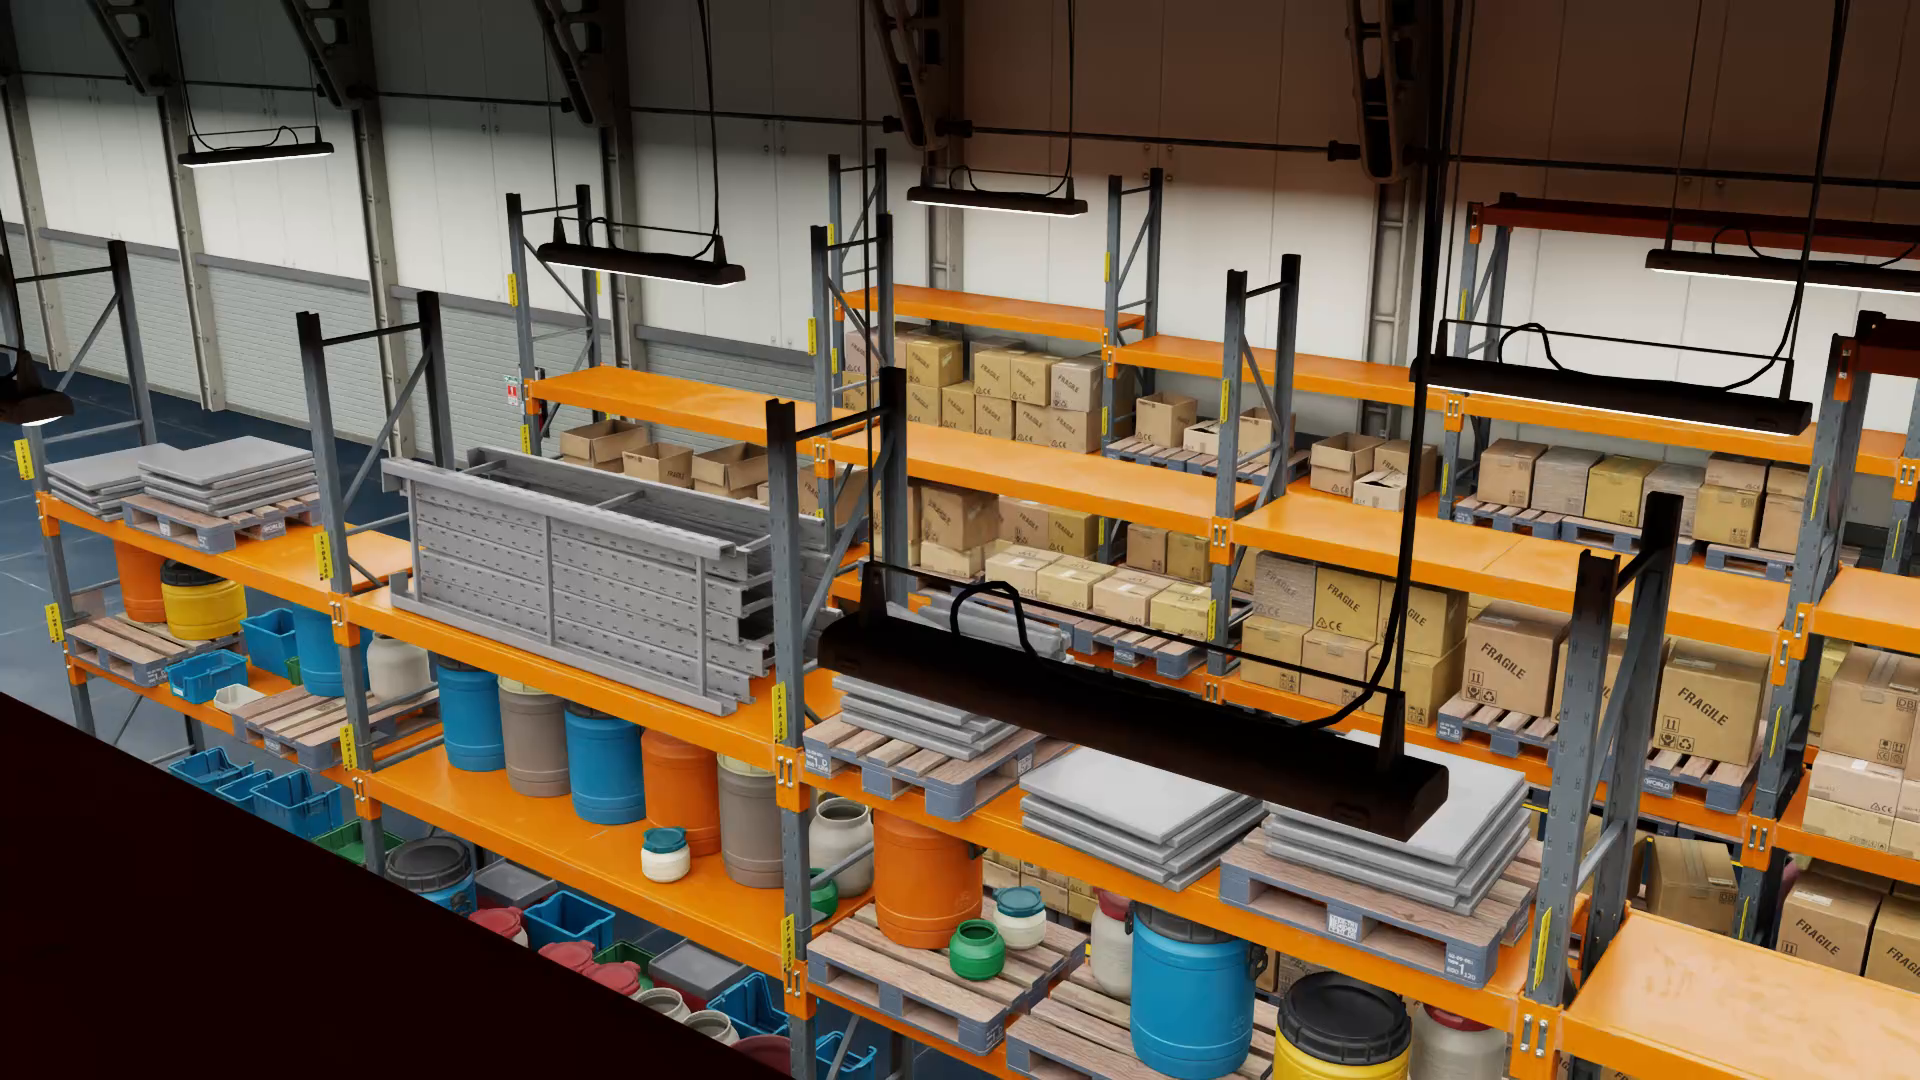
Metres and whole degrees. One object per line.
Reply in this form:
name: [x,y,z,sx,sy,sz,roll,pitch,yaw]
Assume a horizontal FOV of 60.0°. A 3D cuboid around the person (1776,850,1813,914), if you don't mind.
person: [7.283,2.753,14.312,1.082,1.611,0.466,11,22,31]
